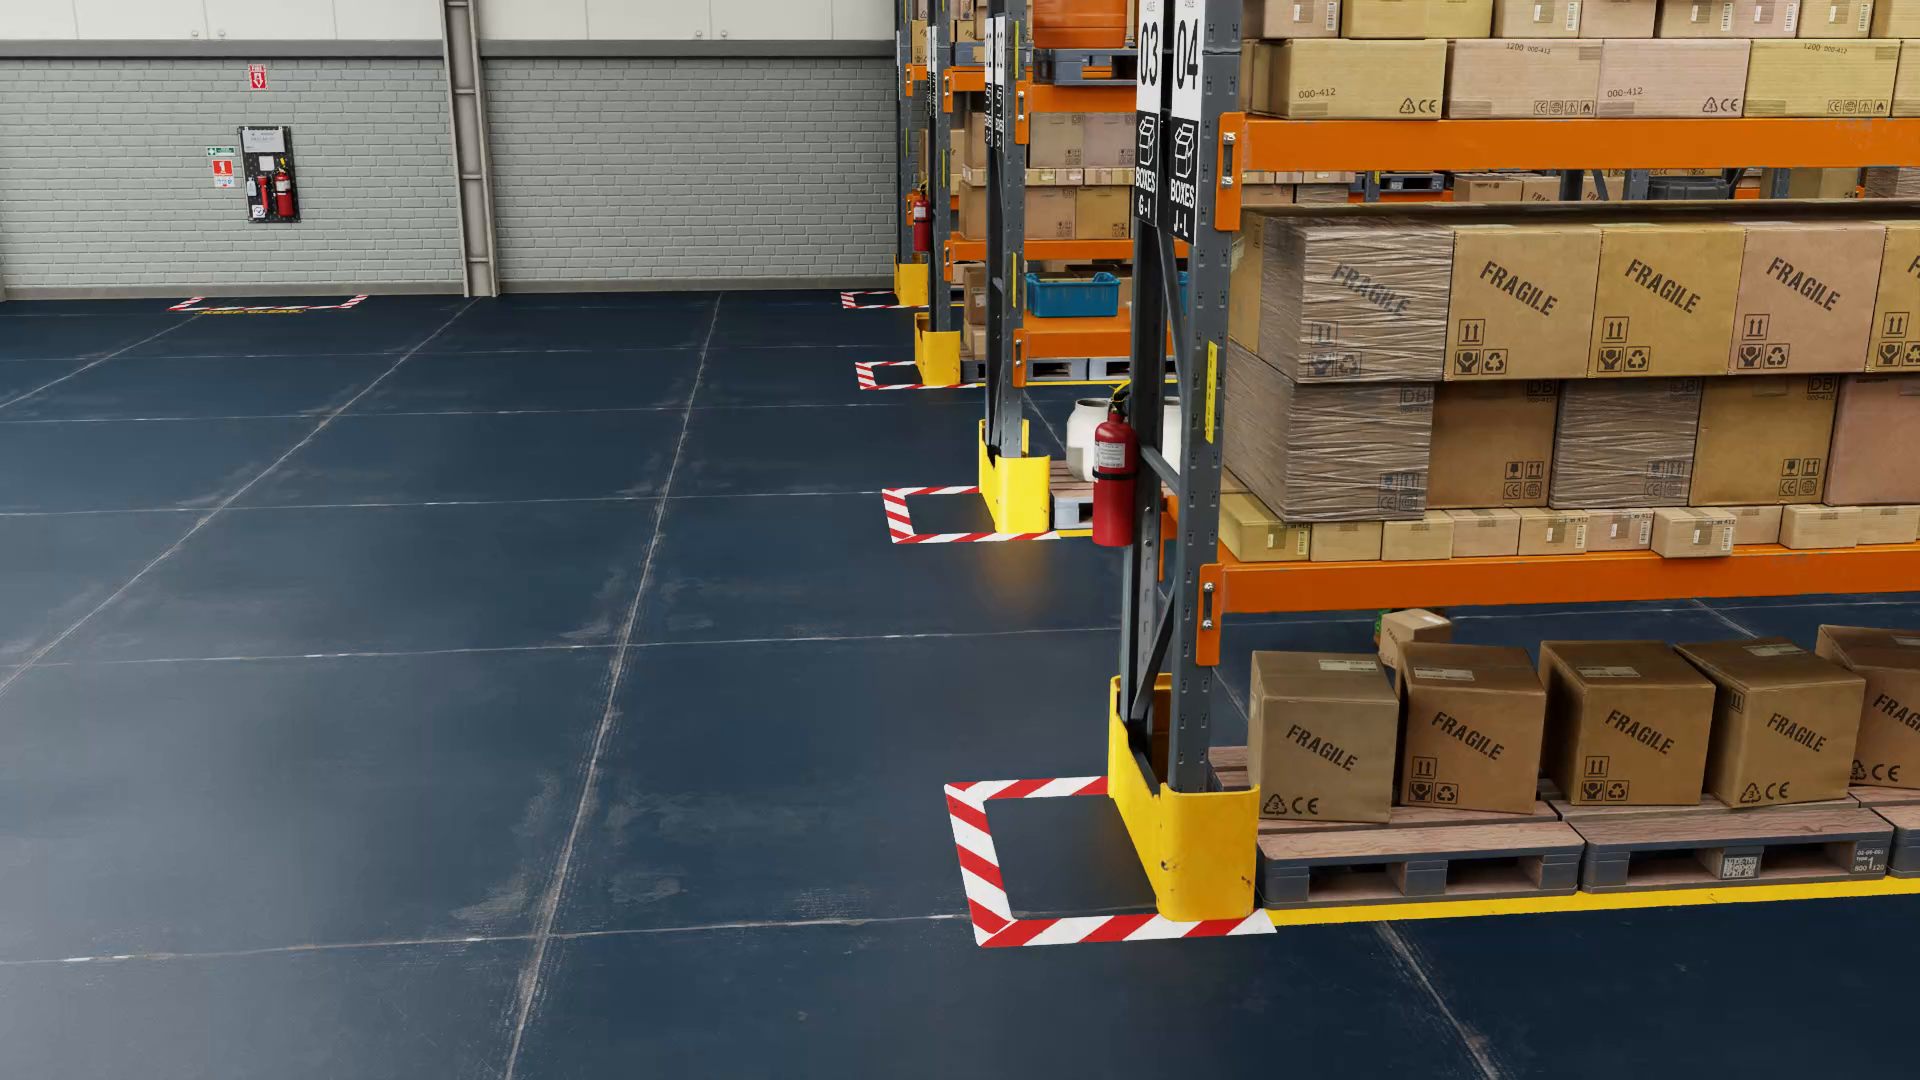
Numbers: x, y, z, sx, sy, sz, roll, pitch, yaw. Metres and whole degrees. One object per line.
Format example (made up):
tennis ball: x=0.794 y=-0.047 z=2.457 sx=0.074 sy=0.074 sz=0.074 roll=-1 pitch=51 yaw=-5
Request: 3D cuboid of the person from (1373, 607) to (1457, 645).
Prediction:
person: x=2.424 y=-0.314 z=8.616 sx=0.601 sy=1.833 sz=0.652 roll=-5 pitch=17 yaw=-17
